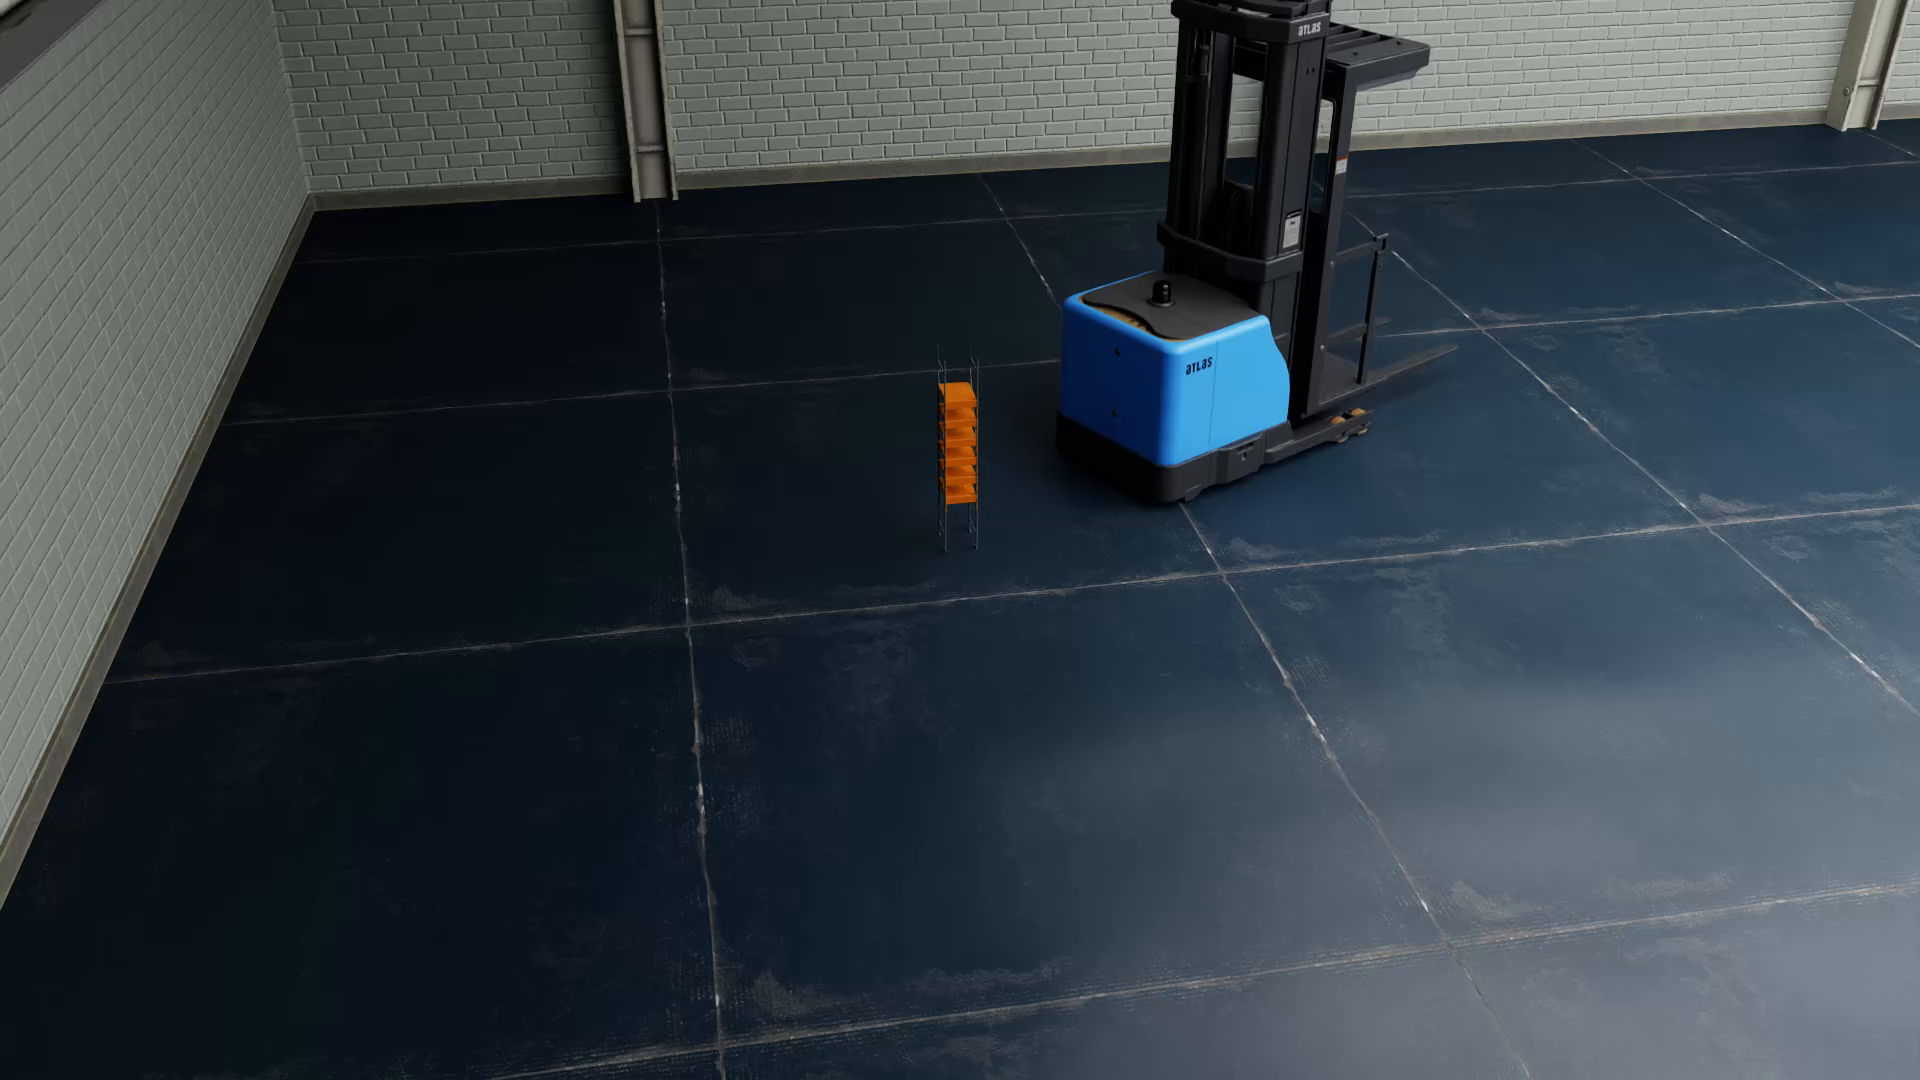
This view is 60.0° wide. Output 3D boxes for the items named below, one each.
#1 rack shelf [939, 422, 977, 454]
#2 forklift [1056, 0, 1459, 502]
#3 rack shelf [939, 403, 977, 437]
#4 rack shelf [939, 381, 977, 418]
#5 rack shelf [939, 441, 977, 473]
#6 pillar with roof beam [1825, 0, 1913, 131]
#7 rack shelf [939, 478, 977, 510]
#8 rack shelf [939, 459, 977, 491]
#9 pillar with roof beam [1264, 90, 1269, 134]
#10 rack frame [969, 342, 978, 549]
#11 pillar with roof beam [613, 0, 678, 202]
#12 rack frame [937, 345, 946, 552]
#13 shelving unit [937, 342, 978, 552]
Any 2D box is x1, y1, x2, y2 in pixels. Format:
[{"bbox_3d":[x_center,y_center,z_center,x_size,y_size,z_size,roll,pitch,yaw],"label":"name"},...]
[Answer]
[{"bbox_3d":[-0.014,-0.581,9.405,0.180,0.103,0.258,-5,31,-9],"label":"rack shelf"},{"bbox_3d":[2.090,-2.087,10.408,3.031,2.935,1.130,-22,37,-32],"label":"forklift"},{"bbox_3d":[-0.014,-0.684,9.344,0.180,0.103,0.258,-5,31,-9],"label":"rack shelf"},{"bbox_3d":[-0.014,-0.788,9.284,0.180,0.103,0.258,-5,31,-9],"label":"rack shelf"},{"bbox_3d":[-0.014,-0.478,9.466,0.180,0.103,0.258,-5,31,-9],"label":"rack shelf"},{"bbox_3d":[9.824,-5.947,10.986,0.400,9.000,9.100,-5,31,-9],"label":"pillar with roof beam"},{"bbox_3d":[-0.014,-0.271,9.588,0.180,0.103,0.258,-5,31,-9],"label":"rack shelf"},{"bbox_3d":[-0.014,-0.374,9.527,0.180,0.103,0.258,-5,31,-9],"label":"rack shelf"},{"bbox_3d":[3.922,-5.399,10.055,0.400,9.000,9.100,-5,31,-9],"label":"pillar with roof beam"},{"bbox_3d":[0.076,-0.524,9.458,0.006,1.200,0.240,-5,31,-9],"label":"rack frame"},{"bbox_3d":[-1.980,-4.852,9.123,0.400,9.000,9.100,-5,31,-9],"label":"pillar with roof beam"},{"bbox_3d":[-0.104,-0.508,9.429,0.006,1.200,0.240,-5,31,-9],"label":"rack frame"},{"bbox_3d":[-0.014,-0.516,9.444,0.189,1.200,0.258,-5,31,-9],"label":"shelving unit"}]
